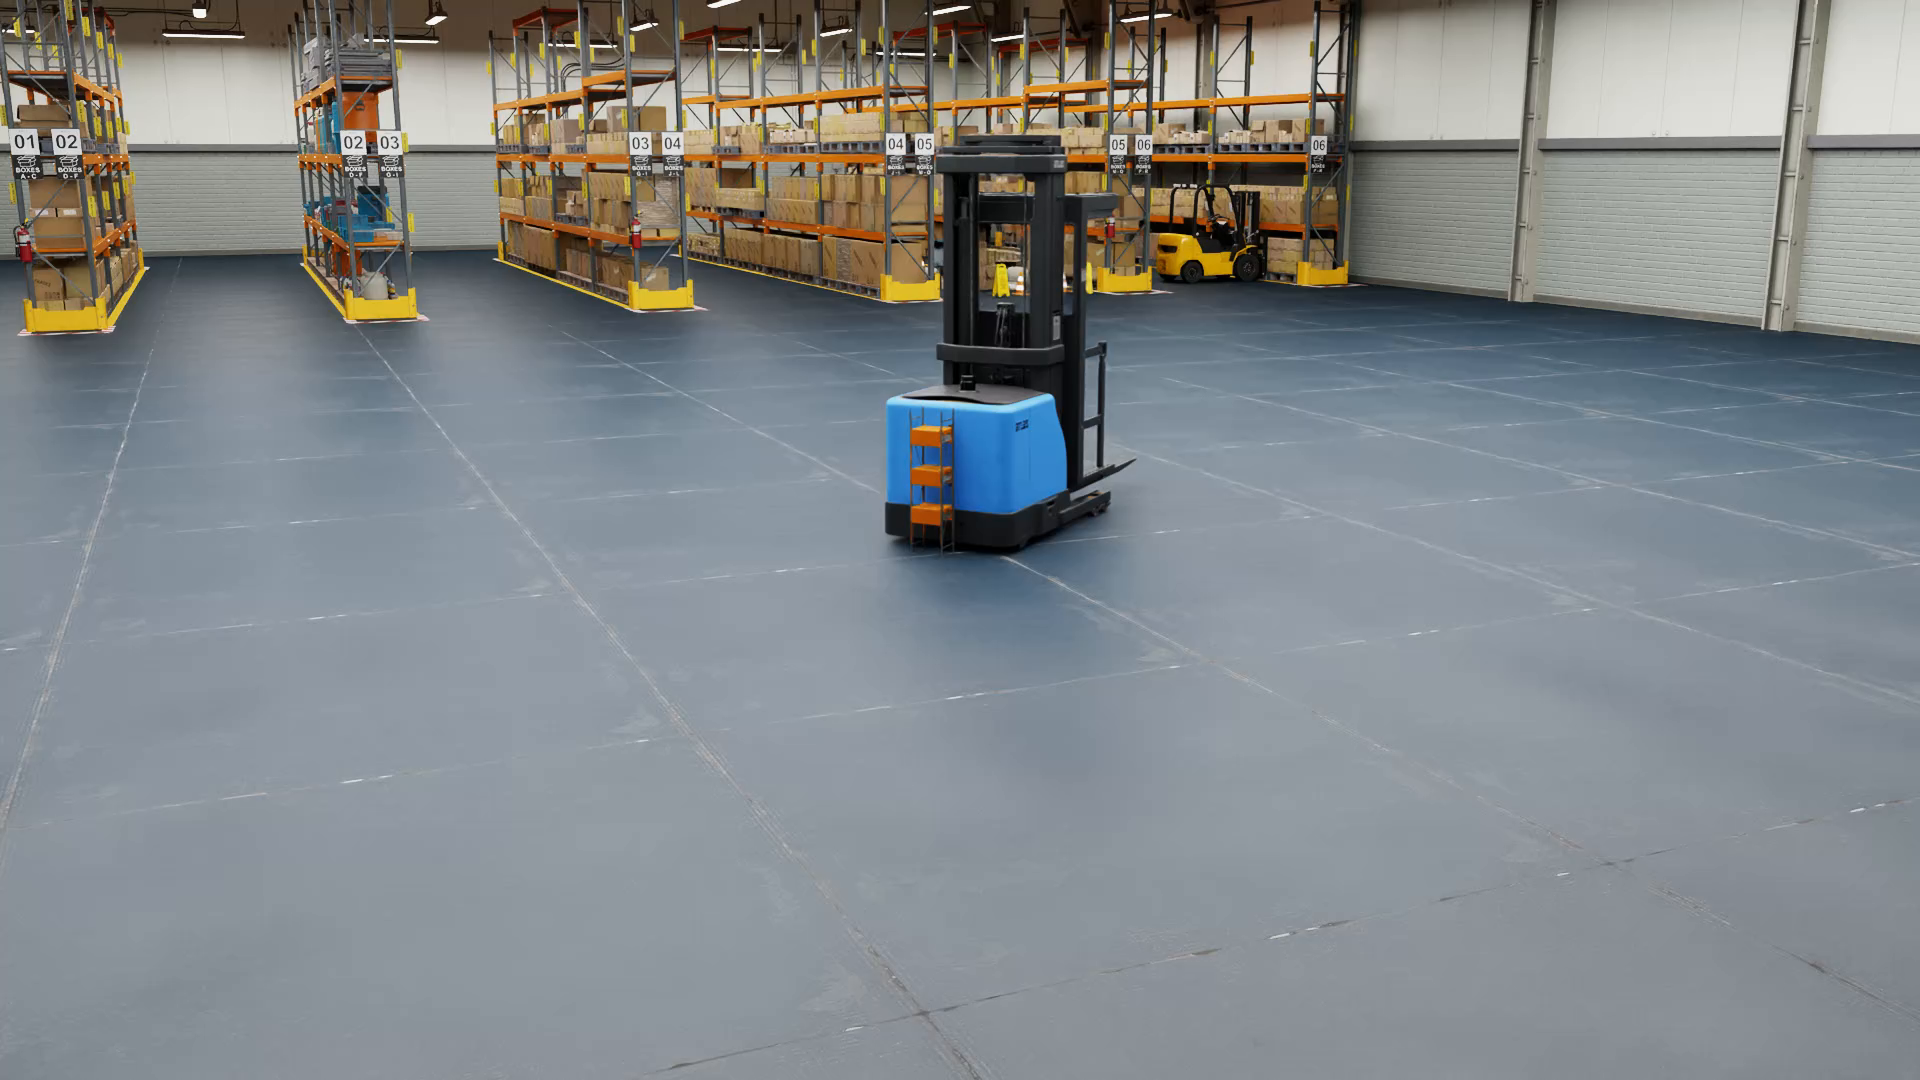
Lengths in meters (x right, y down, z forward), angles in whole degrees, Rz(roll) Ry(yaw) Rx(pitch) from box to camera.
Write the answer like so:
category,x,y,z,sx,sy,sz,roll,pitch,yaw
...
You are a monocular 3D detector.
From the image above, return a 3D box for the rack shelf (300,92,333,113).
category,x,y,z,sx,sy,sz,roll,pitch,yaw
rack shelf,-14.122,-9.813,37.293,1.077,0.370,4.000,-6,14,-23

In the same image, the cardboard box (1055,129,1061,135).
category,x,y,z,sx,sy,sz,roll,pitch,yaw
cardboard box,2.298,-8.907,36.338,0.380,0.149,0.250,-6,14,-24

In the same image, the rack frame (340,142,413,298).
category,x,y,z,sx,sy,sz,roll,pitch,yaw
rack frame,-10.117,-5.369,28.917,1.000,3.000,0.127,-6,14,-23

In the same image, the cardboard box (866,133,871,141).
category,x,y,z,sx,sy,sz,roll,pitch,yaw
cardboard box,-1.641,-7.979,32.945,0.380,0.149,0.250,-5,14,-22

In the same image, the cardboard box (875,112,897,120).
category,x,y,z,sx,sy,sz,roll,pitch,yaw
cardboard box,-1.439,-8.264,32.405,0.380,0.149,0.250,-5,14,-22

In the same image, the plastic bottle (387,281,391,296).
category,x,y,z,sx,sy,sz,roll,pitch,yaw
plastic bottle,-10.695,-4.728,31.221,0.097,0.271,0.097,0,13,0

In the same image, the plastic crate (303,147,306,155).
category,x,y,z,sx,sy,sz,roll,pitch,yaw
plastic crate,-15.370,-9.267,39.575,0.450,0.188,0.662,-6,14,-23

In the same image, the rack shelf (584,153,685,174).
category,x,y,z,sx,sy,sz,roll,pitch,yaw
rack shelf,-6.380,-7.341,32.378,1.077,0.370,4.000,-6,14,-23

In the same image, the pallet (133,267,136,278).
category,x,y,z,sx,sy,sz,roll,pitch,yaw
pallet,-19.738,-6.185,38.627,1.003,0.211,1.213,-6,14,-23

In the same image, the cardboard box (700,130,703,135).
category,x,y,z,sx,sy,sz,roll,pitch,yaw
cardboard box,-6.718,-10.854,44.302,0.380,0.149,0.250,-6,14,-23

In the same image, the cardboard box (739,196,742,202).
category,x,y,z,sx,sy,sz,roll,pitch,yaw
cardboard box,-5.227,-8.397,40.965,0.380,0.149,0.250,-6,14,-23

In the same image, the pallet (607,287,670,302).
category,x,y,z,sx,sy,sz,roll,pitch,yaw
pallet,-6.387,-4.897,33.058,1.003,0.211,1.213,-6,14,-23

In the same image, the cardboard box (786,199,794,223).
category,x,y,z,sx,sy,sz,roll,pitch,yaw
cardboard box,-3.660,-7.516,37.970,0.500,0.500,0.500,-6,14,-24

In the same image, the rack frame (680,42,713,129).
category,x,y,z,sx,sy,sz,roll,pitch,yaw
rack frame,-7.403,-12.472,46.301,1.000,3.000,0.127,-6,14,-23

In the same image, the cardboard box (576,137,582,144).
category,x,y,z,sx,sy,sz,roll,pitch,yaw
cardboard box,-8.023,-8.574,35.696,0.380,0.166,0.250,-6,14,-25

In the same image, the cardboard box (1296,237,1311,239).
category,x,y,z,sx,sy,sz,roll,pitch,yaw
cardboard box,7.826,-6.732,37.755,0.500,0.250,0.500,-6,14,-23

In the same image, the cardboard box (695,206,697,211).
category,x,y,z,sx,sy,sz,roll,pitch,yaw
cardboard box,-7.059,-9.122,45.687,0.380,0.149,0.250,-6,14,-24

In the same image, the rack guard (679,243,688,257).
category,x,y,z,sx,sy,sz,roll,pitch,yaw
rack guard,-7.372,-8.316,47.192,1.175,0.500,0.348,-6,14,-23

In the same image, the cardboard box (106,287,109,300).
category,x,y,z,sx,sy,sz,roll,pitch,yaw
cardboard box,-15.682,-4.434,30.042,0.500,0.250,0.500,-6,14,-23

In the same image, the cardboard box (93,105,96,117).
category,x,y,z,sx,sy,sz,roll,pitch,yaw
cardboard box,-18.235,-8.769,34.513,0.500,0.500,0.500,-6,14,-23

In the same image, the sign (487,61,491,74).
category,x,y,z,sx,sy,sz,roll,pitch,yaw
sign,-12.499,-12.528,44.122,0.100,0.325,0.005,-6,14,-23

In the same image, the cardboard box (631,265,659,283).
category,x,y,z,sx,sy,sz,roll,pitch,yaw
cardboard box,-6.084,-5.054,32.168,0.500,0.500,0.500,-2,13,-8

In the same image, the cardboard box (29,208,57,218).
category,x,y,z,sx,sy,sz,roll,pitch,yaw
cardboard box,-14.984,-5.349,27.169,0.380,0.149,0.250,-6,14,-24

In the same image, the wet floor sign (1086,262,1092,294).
category,x,y,z,sx,sy,sz,roll,pitch,yaw
wet floor sign,2.597,-5.429,34.396,0.267,0.644,0.232,-1,13,-4

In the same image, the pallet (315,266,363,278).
category,x,y,z,sx,sy,sz,roll,pitch,yaw
pallet,-14.653,-6.327,39.238,1.003,0.211,1.213,-6,14,-23

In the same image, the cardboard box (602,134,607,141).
category,x,y,z,sx,sy,sz,roll,pitch,yaw
cardboard box,-6.776,-7.865,32.494,0.380,0.149,0.250,-6,14,-24

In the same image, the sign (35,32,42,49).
category,x,y,z,sx,sy,sz,roll,pitch,yaw
sign,-18.355,-9.941,33.117,0.100,0.325,0.005,-6,14,-23

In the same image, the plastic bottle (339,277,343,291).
category,x,y,z,sx,sy,sz,roll,pitch,yaw
plastic bottle,-11.993,-4.975,32.290,0.097,0.271,0.097,0,13,0

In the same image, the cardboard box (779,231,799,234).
category,x,y,z,sx,sy,sz,roll,pitch,yaw
cardboard box,-4.252,-7.413,40.697,0.500,0.250,0.500,-6,14,-26

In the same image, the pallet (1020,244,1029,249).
category,x,y,z,sx,sy,sz,roll,pitch,yaw
pallet,2.475,-8.676,49.388,1.003,0.211,1.213,-6,14,-23

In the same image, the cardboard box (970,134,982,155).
category,x,y,z,sx,sy,sz,roll,pitch,yaw
cardboard box,0.668,-9.678,40.659,0.700,0.500,0.500,-6,14,-23

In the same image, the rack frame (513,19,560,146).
category,x,y,z,sx,sy,sz,roll,pitch,yaw
rack frame,-10.385,-11.219,40.885,1.000,3.000,0.127,-6,14,-23

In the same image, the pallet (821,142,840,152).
category,x,y,z,sx,sy,sz,roll,pitch,yaw
pallet,-2.277,-8.318,35.203,1.003,0.211,1.213,-6,14,-23

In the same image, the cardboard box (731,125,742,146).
category,x,y,z,sx,sy,sz,roll,pitch,yaw
cardboard box,-5.302,-10.108,41.580,0.797,0.503,0.637,-6,14,-24

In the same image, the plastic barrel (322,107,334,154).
category,x,y,z,sx,sy,sz,roll,pitch,yaw
plastic barrel,-12.122,-7.987,32.462,0.600,0.901,0.708,-6,14,-23

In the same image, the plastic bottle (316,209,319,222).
category,x,y,z,sx,sy,sz,roll,pitch,yaw
plastic bottle,-14.716,-7.467,38.254,0.152,0.276,0.135,-6,14,-23

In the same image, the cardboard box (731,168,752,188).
category,x,y,z,sx,sy,sz,roll,pitch,yaw
cardboard box,-5.758,-9.519,43.748,0.500,0.500,0.500,-5,14,-22

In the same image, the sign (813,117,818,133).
category,x,y,z,sx,sy,sz,roll,pitch,yaw
sign,-3.089,-8.886,35.613,0.100,0.325,0.005,-6,14,-23

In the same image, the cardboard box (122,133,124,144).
category,x,y,z,sx,sy,sz,roll,pitch,yaw
cardboard box,-20.229,-9.570,39.639,0.500,0.250,0.500,-6,14,-23

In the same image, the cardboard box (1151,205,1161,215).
category,x,y,z,sx,sy,sz,roll,pitch,yaw
cardboard box,5.207,-8.417,42.416,0.500,0.250,0.500,-6,14,-25

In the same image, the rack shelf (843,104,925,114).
category,x,y,z,sx,sy,sz,roll,pitch,yaw
rack shelf,-2.106,-11.982,46.664,1.077,0.370,4.000,-6,14,-23

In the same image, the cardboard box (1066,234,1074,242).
category,x,y,z,sx,sy,sz,roll,pitch,yaw
cardboard box,2.532,-6.577,36.199,0.380,0.149,0.250,-5,14,-21

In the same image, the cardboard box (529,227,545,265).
category,x,y,z,sx,sy,sz,roll,pitch,yaw
cardboard box,-9.752,-7.150,40.393,1.225,0.875,0.875,-6,14,-25

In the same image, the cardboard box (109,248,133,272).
category,x,y,z,sx,sy,sz,roll,pitch,yaw
cardboard box,-19.003,-6.322,37.603,0.500,0.500,0.500,-6,14,-23

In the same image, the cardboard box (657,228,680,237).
category,x,y,z,sx,sy,sz,roll,pitch,yaw
cardboard box,-5.474,-5.775,31.226,0.380,0.149,0.250,-6,14,-23

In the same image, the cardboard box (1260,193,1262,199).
category,x,y,z,sx,sy,sz,roll,pitch,yaw
cardboard box,7.099,-7.894,38.167,0.380,0.149,0.250,-6,14,-23

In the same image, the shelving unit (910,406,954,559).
category,x,y,z,sx,sy,sz,roll,pitch,yaw
shelving unit,-0.197,-0.412,11.821,0.252,1.050,0.215,6,15,26

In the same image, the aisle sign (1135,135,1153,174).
category,x,y,z,sx,sy,sz,roll,pitch,yaw
aisle sign,3.811,-7.994,34.490,0.394,0.787,0.004,-6,14,-23

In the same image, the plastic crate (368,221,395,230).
category,x,y,z,sx,sy,sz,roll,pitch,yaw
plastic crate,-11.027,-5.919,31.622,0.499,0.251,0.616,-6,14,-23

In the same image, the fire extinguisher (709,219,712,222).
category,x,y,z,sx,sy,sz,roll,pitch,yaw
fire extinguisher,-7.081,-9.424,47.434,0.296,0.674,0.183,-6,14,-23

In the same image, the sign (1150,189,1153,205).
category,x,y,z,sx,sy,sz,roll,pitch,yaw
sign,3.999,-7.183,34.832,0.100,0.325,0.005,-6,14,-23

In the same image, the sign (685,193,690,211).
category,x,y,z,sx,sy,sz,roll,pitch,yaw
sign,-5.081,-6.287,30.964,0.100,0.325,0.005,-6,14,-23

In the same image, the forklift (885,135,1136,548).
category,x,y,z,sx,sy,sz,roll,pitch,yaw
forklift,0.559,-1.656,13.025,1.130,2.935,3.031,6,15,26

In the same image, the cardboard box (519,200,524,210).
category,x,y,z,sx,sy,sz,roll,pitch,yaw
cardboard box,-10.803,-8.435,41.837,0.500,0.250,0.500,-6,14,-24
